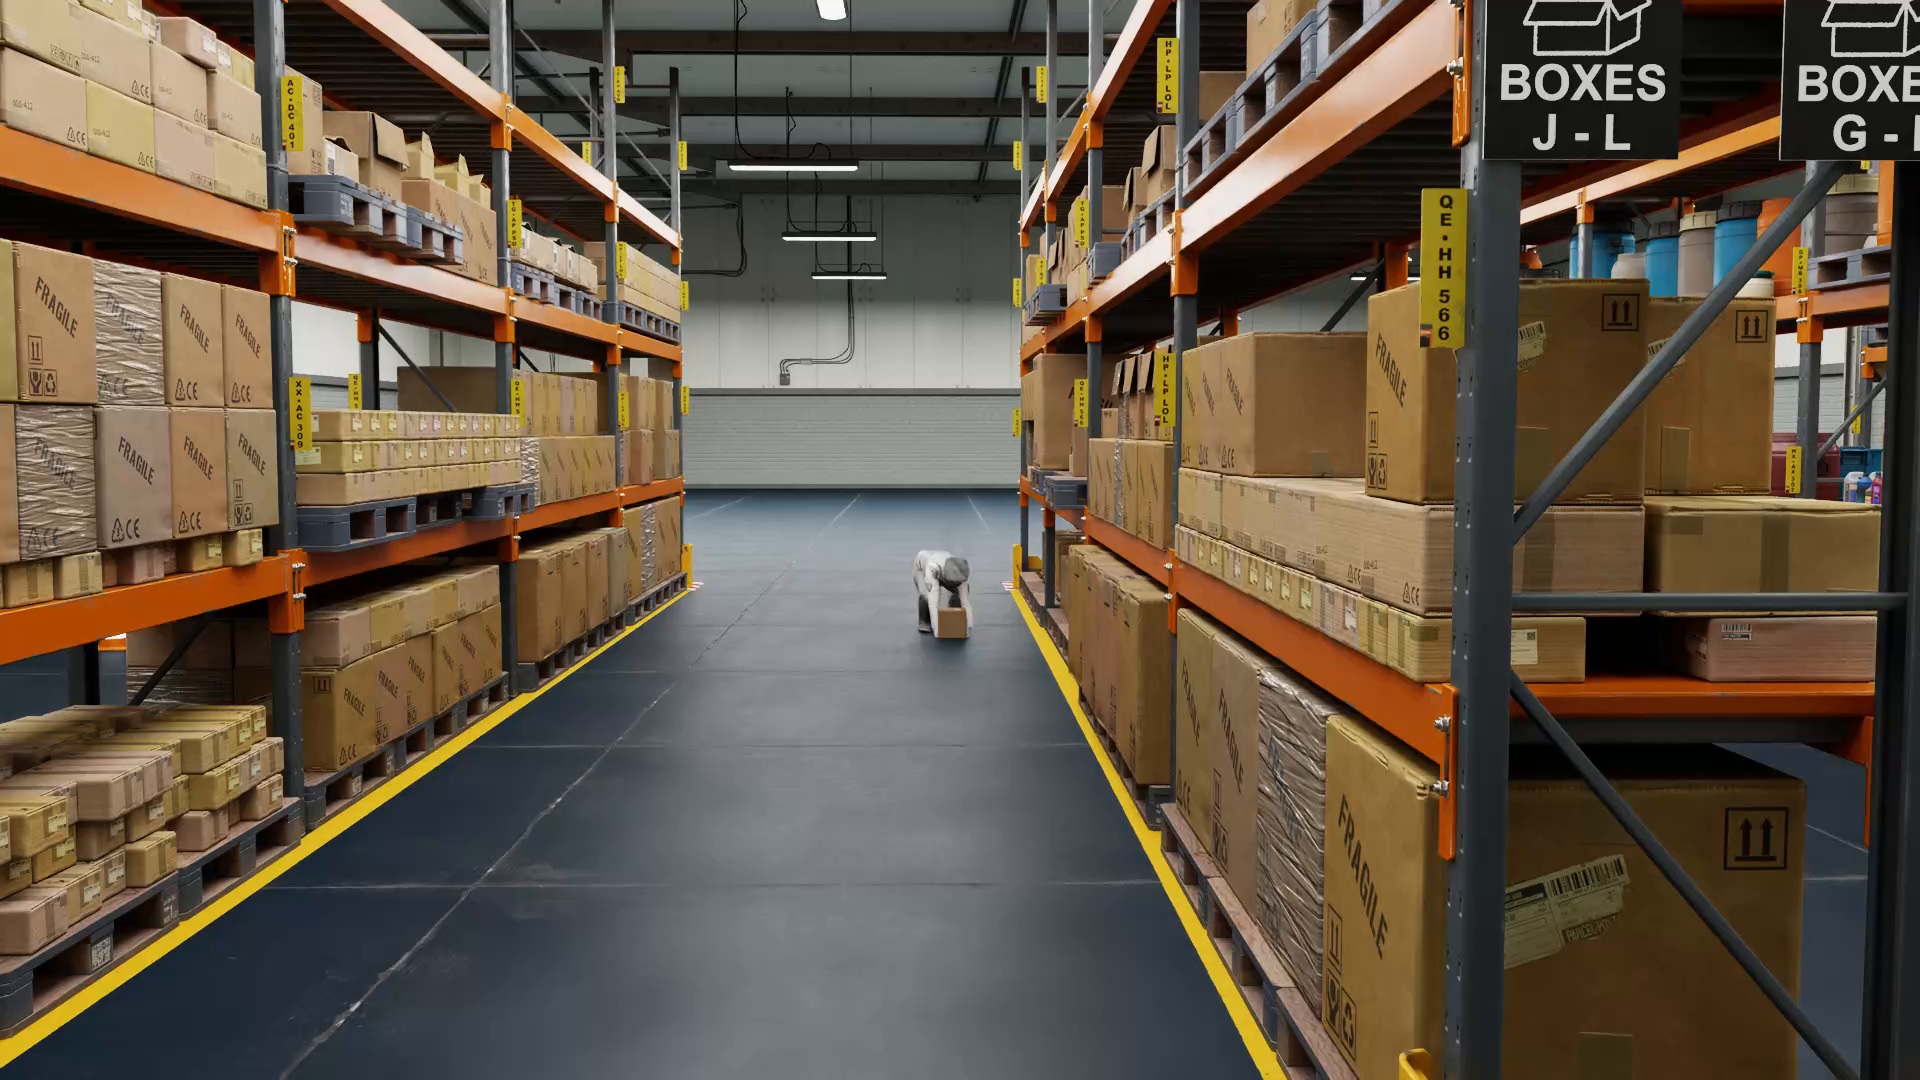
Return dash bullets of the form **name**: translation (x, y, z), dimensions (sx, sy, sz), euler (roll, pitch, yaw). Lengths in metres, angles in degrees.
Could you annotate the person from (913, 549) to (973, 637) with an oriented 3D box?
- **person**: translation (-0.154, 0.481, 15.223), dimensions (0.462, 0.771, 0.912), euler (-1, 4, -17)
